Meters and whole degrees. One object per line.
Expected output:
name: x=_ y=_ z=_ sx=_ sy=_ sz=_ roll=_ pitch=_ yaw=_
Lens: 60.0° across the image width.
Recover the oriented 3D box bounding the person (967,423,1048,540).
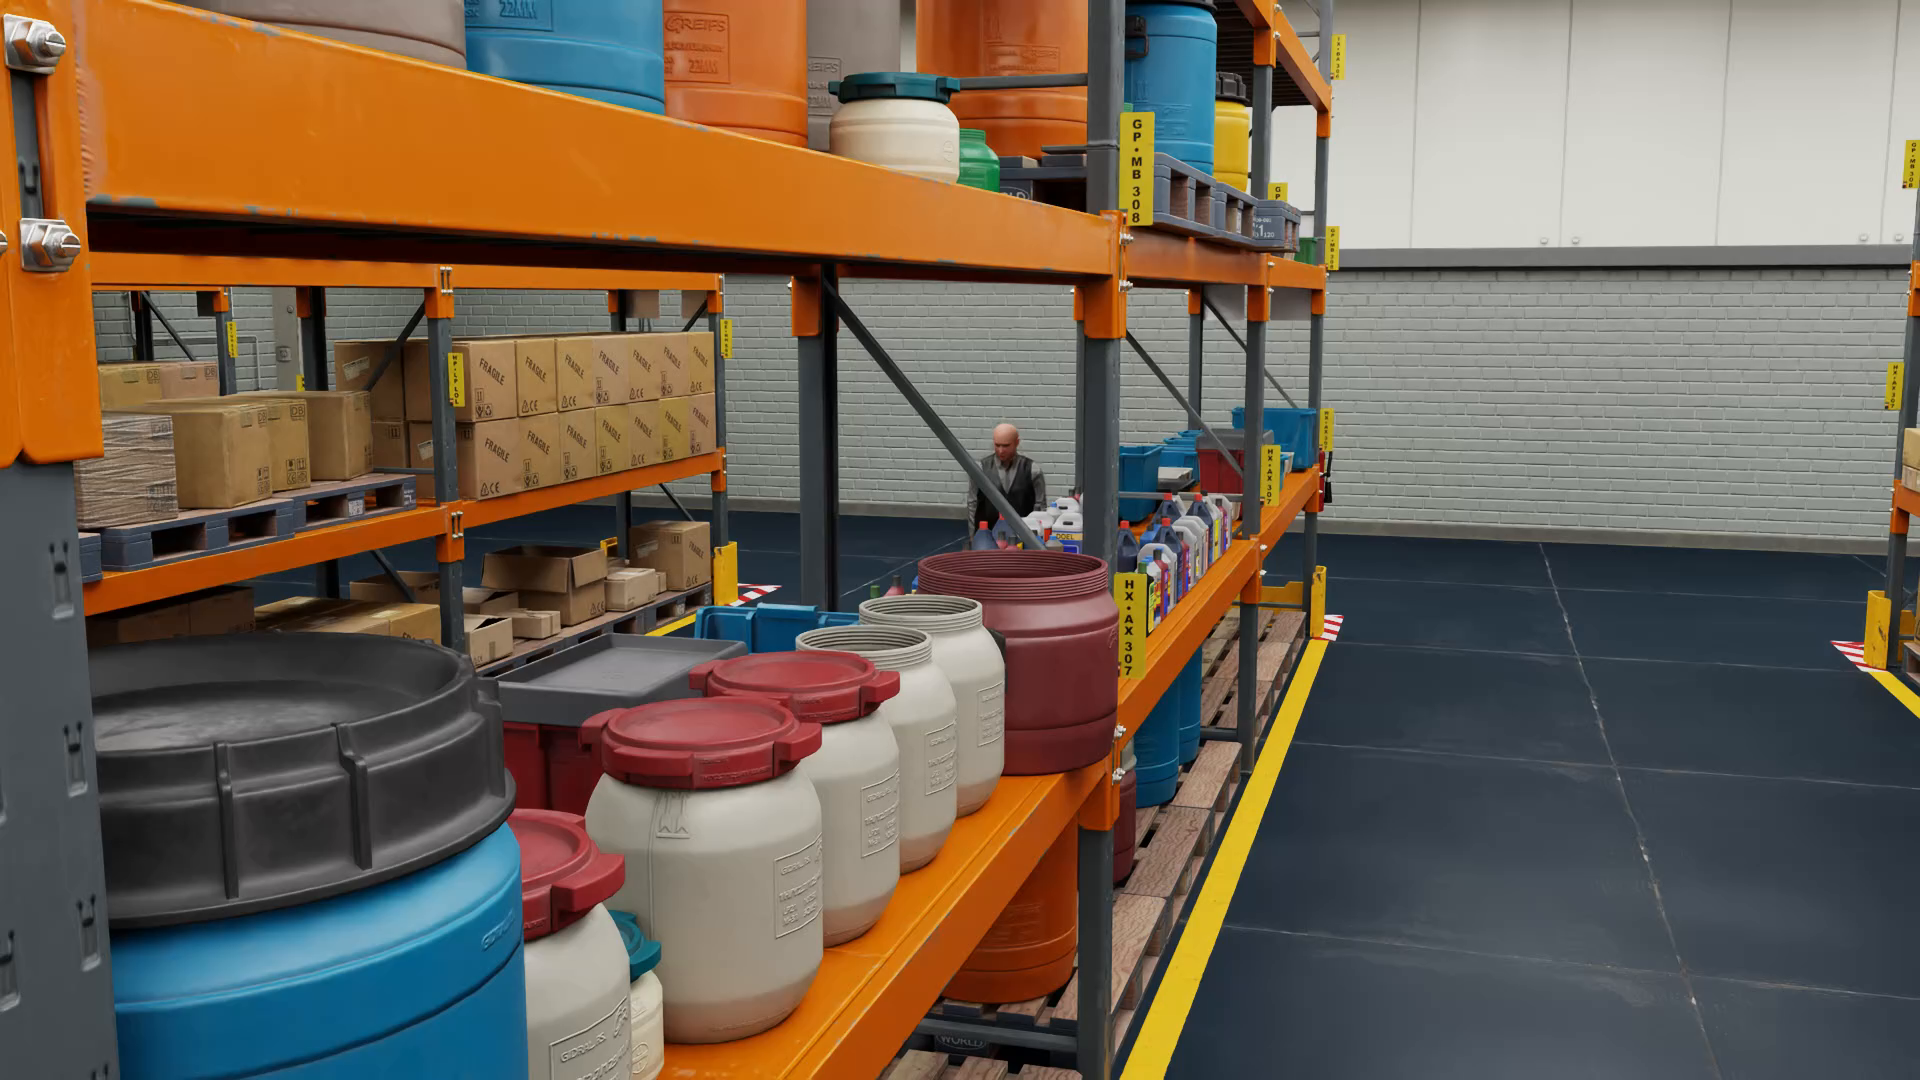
person: x=0.306 y=0.042 z=11.503 sx=0.600 sy=1.709 sz=0.444 roll=-1 pitch=8 yaw=-6
